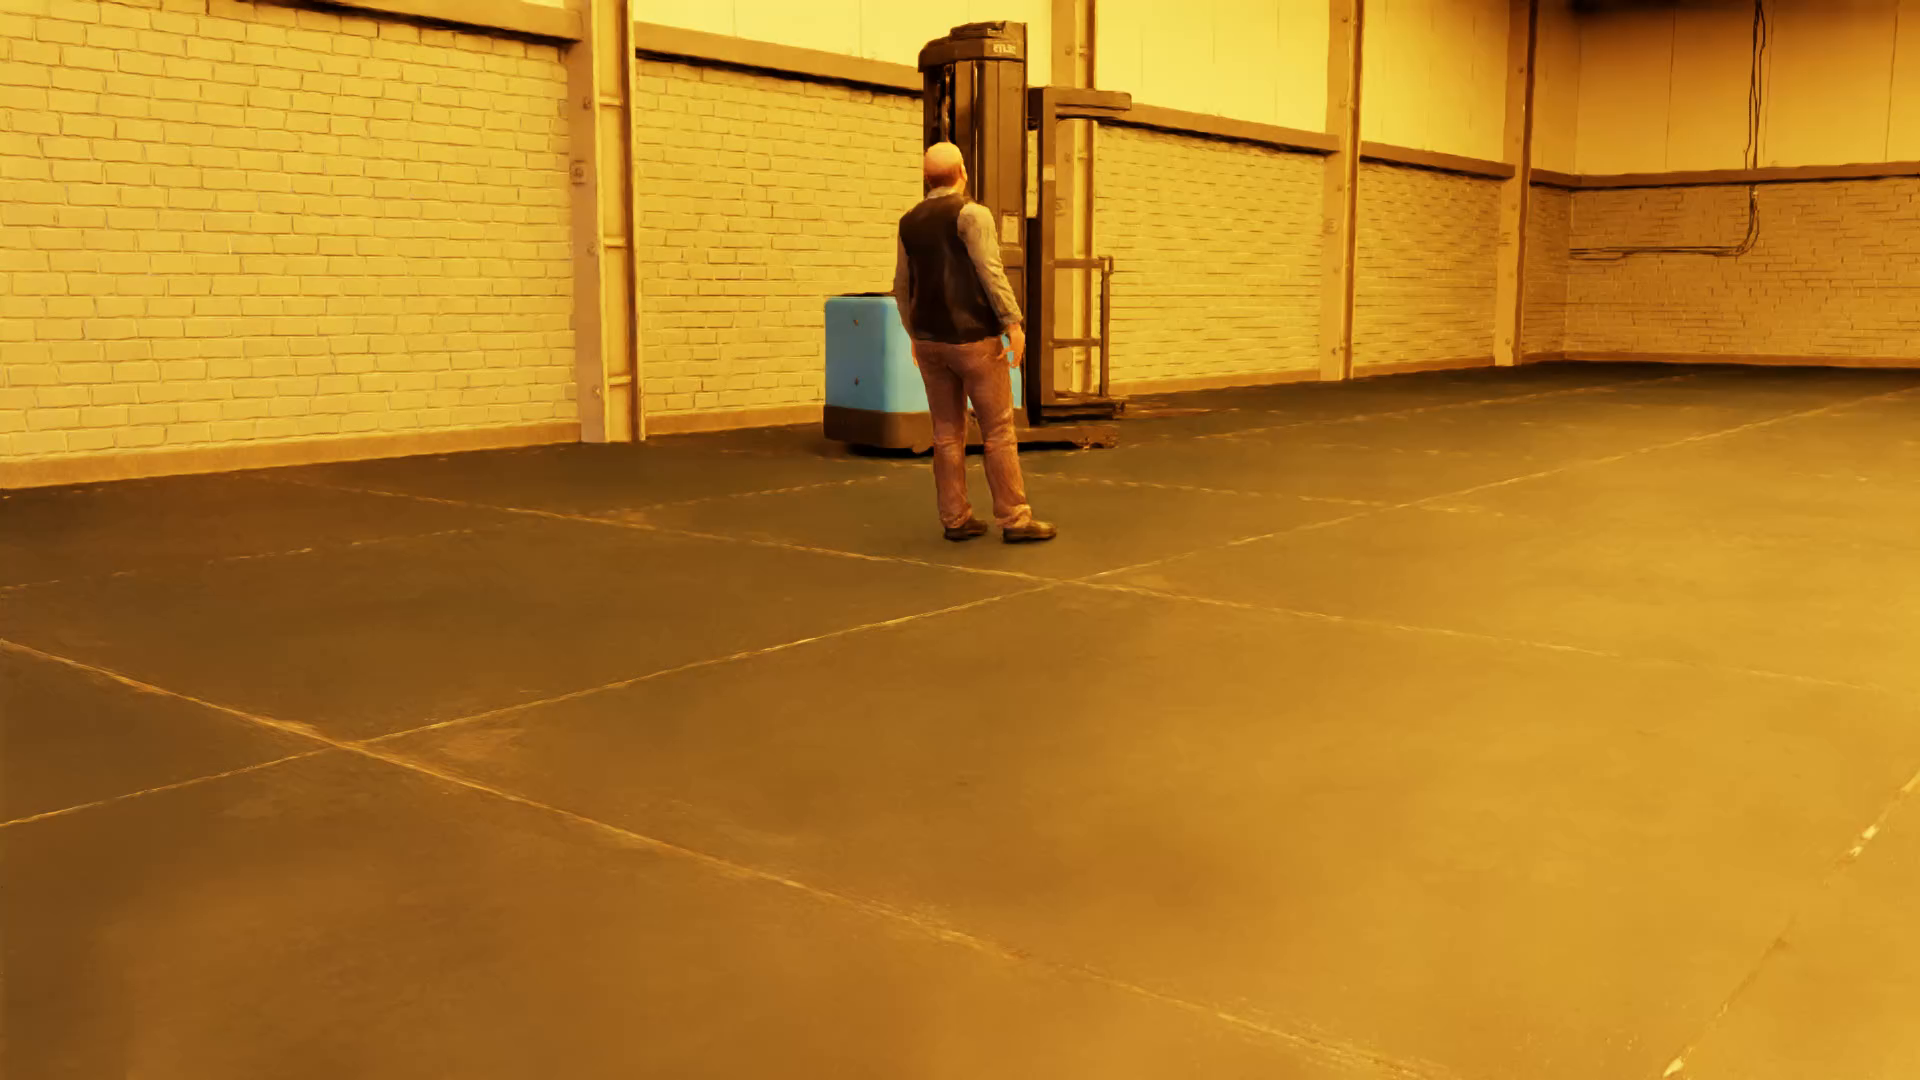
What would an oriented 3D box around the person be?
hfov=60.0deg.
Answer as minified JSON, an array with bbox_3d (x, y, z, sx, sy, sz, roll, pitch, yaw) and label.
[{"bbox_3d":[0.045,-0.865,7.322,0.632,1.720,0.567,7,11,38],"label":"person"}]

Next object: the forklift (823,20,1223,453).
[{"bbox_3d":[0.553,-2.165,12.078,3.031,2.935,1.130,-5,10,-31],"label":"forklift"}]
